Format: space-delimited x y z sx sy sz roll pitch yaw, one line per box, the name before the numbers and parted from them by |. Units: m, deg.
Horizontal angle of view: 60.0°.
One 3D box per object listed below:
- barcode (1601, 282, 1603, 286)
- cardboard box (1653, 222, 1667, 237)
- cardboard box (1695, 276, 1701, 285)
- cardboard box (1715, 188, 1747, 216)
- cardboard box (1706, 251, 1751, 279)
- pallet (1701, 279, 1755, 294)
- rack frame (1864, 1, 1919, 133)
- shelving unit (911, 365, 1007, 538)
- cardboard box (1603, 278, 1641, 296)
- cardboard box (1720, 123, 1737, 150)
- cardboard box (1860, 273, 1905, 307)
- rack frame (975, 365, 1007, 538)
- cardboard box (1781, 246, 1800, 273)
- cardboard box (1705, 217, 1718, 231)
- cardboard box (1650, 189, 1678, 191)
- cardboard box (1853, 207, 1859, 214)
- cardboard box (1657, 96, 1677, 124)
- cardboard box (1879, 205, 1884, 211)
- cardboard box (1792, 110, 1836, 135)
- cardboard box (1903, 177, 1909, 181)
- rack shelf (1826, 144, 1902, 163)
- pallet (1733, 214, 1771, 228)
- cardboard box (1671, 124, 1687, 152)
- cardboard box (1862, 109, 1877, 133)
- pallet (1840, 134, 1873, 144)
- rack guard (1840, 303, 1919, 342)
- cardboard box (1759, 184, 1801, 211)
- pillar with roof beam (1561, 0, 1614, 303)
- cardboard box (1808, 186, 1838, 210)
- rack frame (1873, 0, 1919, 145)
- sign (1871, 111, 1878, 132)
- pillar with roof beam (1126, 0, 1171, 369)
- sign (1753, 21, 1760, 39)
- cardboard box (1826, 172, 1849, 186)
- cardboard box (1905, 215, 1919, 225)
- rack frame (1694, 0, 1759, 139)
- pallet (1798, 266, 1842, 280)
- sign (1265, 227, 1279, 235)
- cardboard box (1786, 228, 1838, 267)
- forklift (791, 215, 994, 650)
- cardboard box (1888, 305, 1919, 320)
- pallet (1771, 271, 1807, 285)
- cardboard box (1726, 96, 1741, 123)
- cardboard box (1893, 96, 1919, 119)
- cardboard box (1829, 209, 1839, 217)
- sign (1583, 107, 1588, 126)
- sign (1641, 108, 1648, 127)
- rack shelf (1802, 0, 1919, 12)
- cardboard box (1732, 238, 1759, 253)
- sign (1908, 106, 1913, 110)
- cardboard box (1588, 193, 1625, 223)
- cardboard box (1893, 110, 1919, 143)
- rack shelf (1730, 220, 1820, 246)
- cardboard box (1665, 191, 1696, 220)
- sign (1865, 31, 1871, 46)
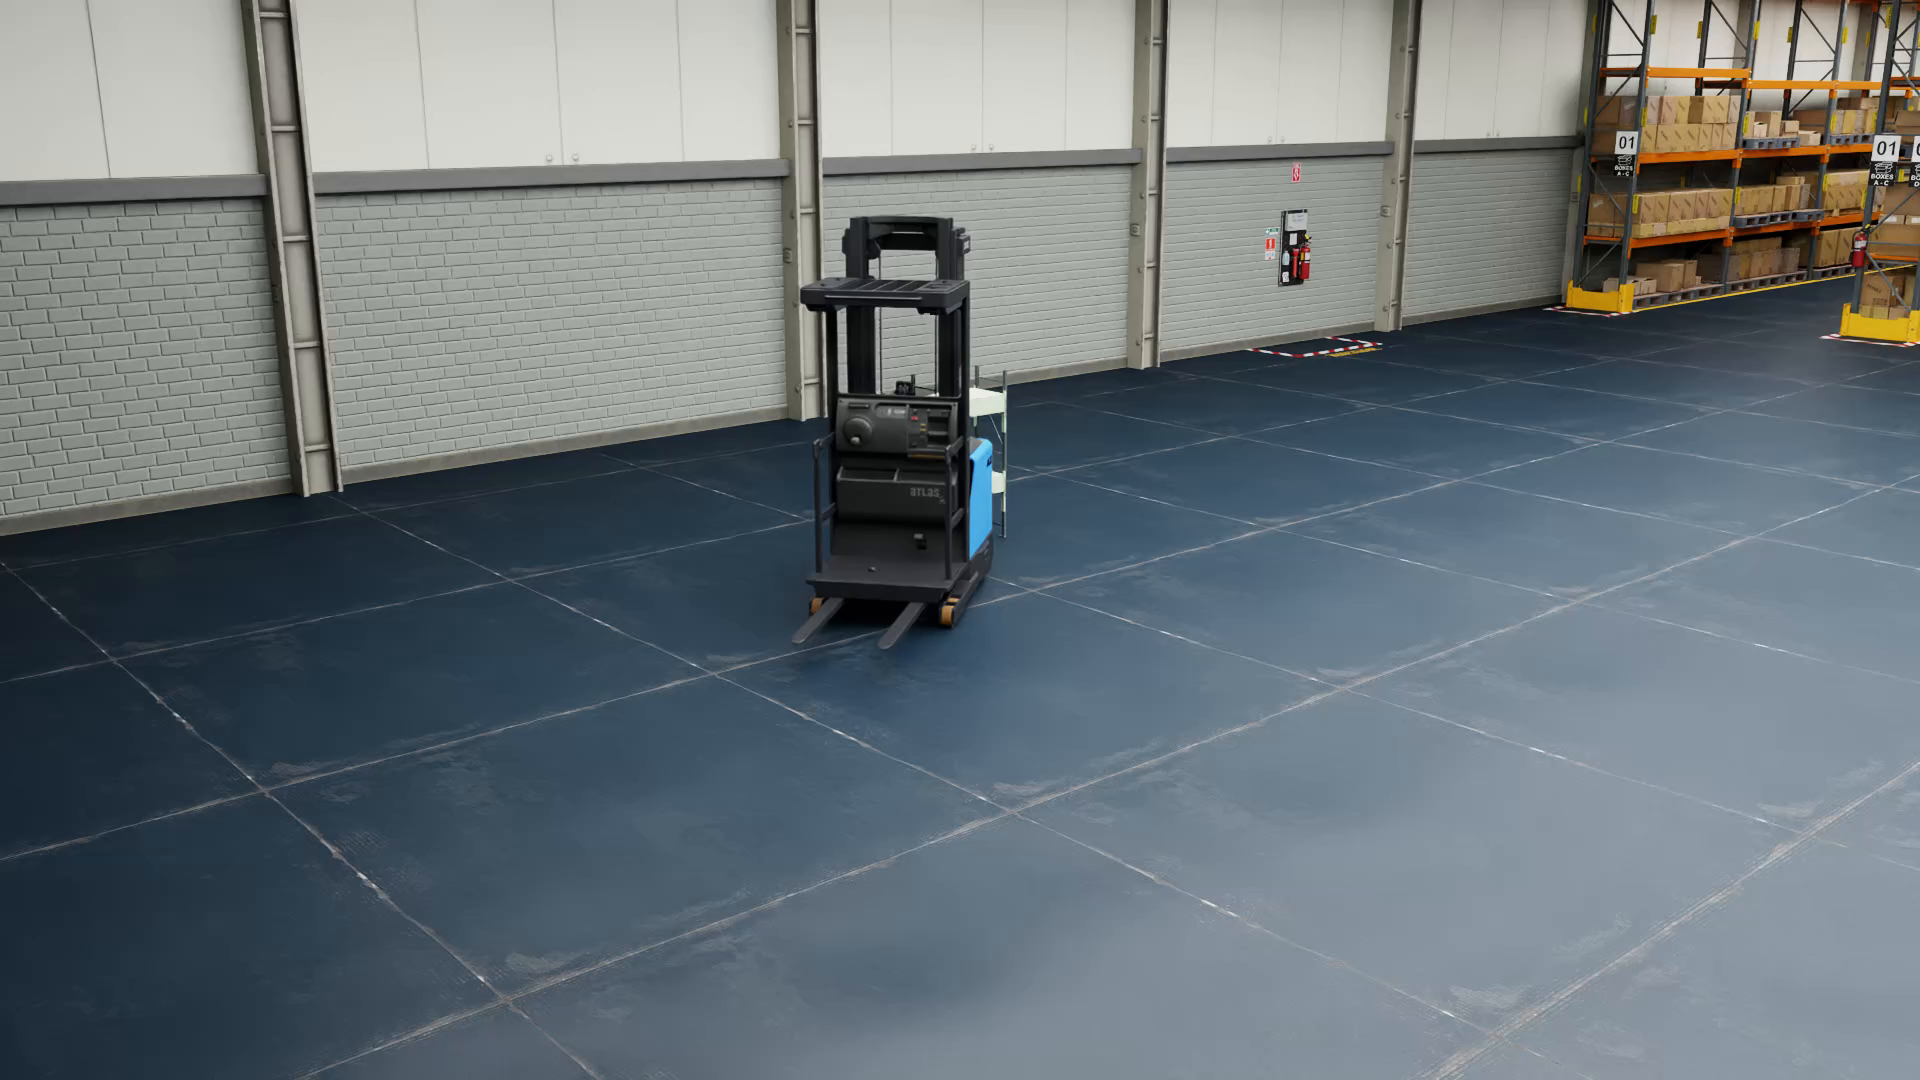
barcode | 12.083 -4.811 31.290 0.075 0.075 0.001 -13 19 -39
cardboard box | 12.709 -5.762 30.759 0.500 0.250 0.500 -13 20 -41
cardboard box | 14.384 -5.138 32.809 0.380 0.166 0.250 13 20 40
cardboard box | 15.174 -6.731 33.090 0.500 0.500 0.700 -13 19 -39
cardboard box | 15.669 -5.620 33.970 0.500 0.500 0.700 -13 20 -40
pallet | 15.354 -5.175 33.716 1.213 0.211 1.003 -13 19 -39
rack frame | 20.803 -10.644 37.161 0.127 3.000 1.000 -13 19 -39
shelving unit | -0.005 -0.723 14.552 0.755 1.500 0.431 -13 19 -39
cardboard box | 12.331 -4.726 30.988 0.500 0.311 0.500 13 20 41
cardboard box | 14.547 -7.763 31.957 0.500 0.500 0.500 -12 19 -38
cardboard box | 15.214 -4.135 27.477 0.500 0.500 0.500 -13 19 -39
rack frame | 0.271 -0.785 14.784 0.023 1.500 0.400 -13 19 -39
cardboard box | 17.277 -5.941 35.169 0.500 0.500 0.700 -12 19 -39
cardboard box | 14.228 -6.106 32.047 0.500 0.250 0.500 -13 19 -39
cardboard box | 13.504 -6.481 31.998 0.500 0.500 0.500 -12 19 -38
cardboard box | 19.539 -7.272 36.610 0.250 0.149 0.380 -12 19 -38
cardboard box | 12.612 -7.796 30.142 0.500 0.500 0.500 -13 20 -40
cardboard box | 20.559 -7.474 37.367 0.250 0.149 0.380 -12 19 -38
cardboard box | 18.107 -8.870 35.285 0.700 0.500 0.500 14 21 43
cardboard box | 21.223 -7.979 38.228 0.700 0.700 0.980 -12 19 -39
rack shelf | 19.294 -8.508 36.372 4.000 0.370 1.077 -13 19 -39
pallet | 15.440 -6.399 33.265 1.213 0.211 1.003 -13 19 -39
cardboard box | 12.984 -7.401 30.599 0.500 0.500 0.500 -12 19 -37
cardboard box | 19.690 -9.221 36.600 0.500 0.500 0.700 -13 20 -40
pallet | 19.078 -8.735 36.194 1.213 0.211 1.003 -12 19 -37
rack guard | 14.987 -3.537 27.024 0.348 0.500 1.175 -13 19 -39
cardboard box | 17.034 -7.147 34.649 0.700 0.500 0.500 14 20 42
pillar with roof beam | 14.537 -8.060 27.487 0.400 9.000 9.100 -13 19 -39
cardboard box | 18.320 -7.302 35.466 0.500 0.500 0.500 -12 19 -38
rack frame | 15.005 -7.647 25.942 0.127 3.000 1.000 -13 19 -39
sign | 14.659 -6.696 26.630 0.005 0.325 0.100 -13 19 -39
pillar with roof beam | 5.484 -6.027 19.877 0.400 9.000 9.100 -13 19 -39
sign | 15.110 -9.670 31.549 0.005 0.325 0.100 -13 19 -39
cardboard box | 18.702 -7.750 35.689 0.500 0.250 0.500 -13 20 -40
cardboard box | 15.442 -5.135 26.712 0.250 0.149 0.380 -13 20 -40
rack frame | 14.768 -9.289 32.087 0.127 3.000 1.000 -13 19 -39
pallet | 18.430 -5.840 36.203 1.213 0.211 1.003 -13 19 -39
sign | 4.820 -4.771 25.702 0.331 0.109 0.001 -13 19 -39
cardboard box | 18.426 -6.331 35.992 0.750 0.750 0.750 -13 20 -40
forklift | -0.517 -0.871 12.333 1.130 2.935 3.031 3 15 11
cardboard box | 15.556 -3.671 27.195 0.500 0.250 0.500 -13 19 -39
pallet | 17.195 -5.589 35.263 1.213 0.211 1.003 -13 19 -39
cardboard box | 14.568 -8.243 31.814 0.500 0.500 0.500 14 20 42
cardboard box | 21.525 -9.802 37.651 0.500 0.500 0.500 -13 20 -40
cardboard box | 18.638 -7.036 35.728 0.250 0.149 0.380 -12 19 -38
sign | 11.401 -7.701 30.240 0.005 0.325 0.100 -13 19 -39
sign | 12.107 -7.479 29.429 0.005 0.325 0.100 -13 19 -39
rack shelf | 19.294 -11.563 35.556 4.000 0.370 1.077 -13 19 -39
cardboard box | 16.032 -6.050 34.124 0.500 0.250 0.500 -13 20 -41
sign | 21.167 -9.493 37.051 0.005 0.325 0.100 -13 19 -39
cardboard box | 11.966 -6.133 30.698 0.500 0.500 0.500 -13 20 -40
cardboard box | 15.441 -6.615 26.605 0.637 0.503 0.797 -11 18 -36
rack shelf | 16.277 -6.382 34.223 4.000 0.370 1.077 -13 19 -39
cardboard box | 13.463 -6.292 31.294 0.500 0.500 0.500 -12 19 -38
sign | 20.457 -11.284 37.440 0.005 0.325 0.100 -13 19 -39
